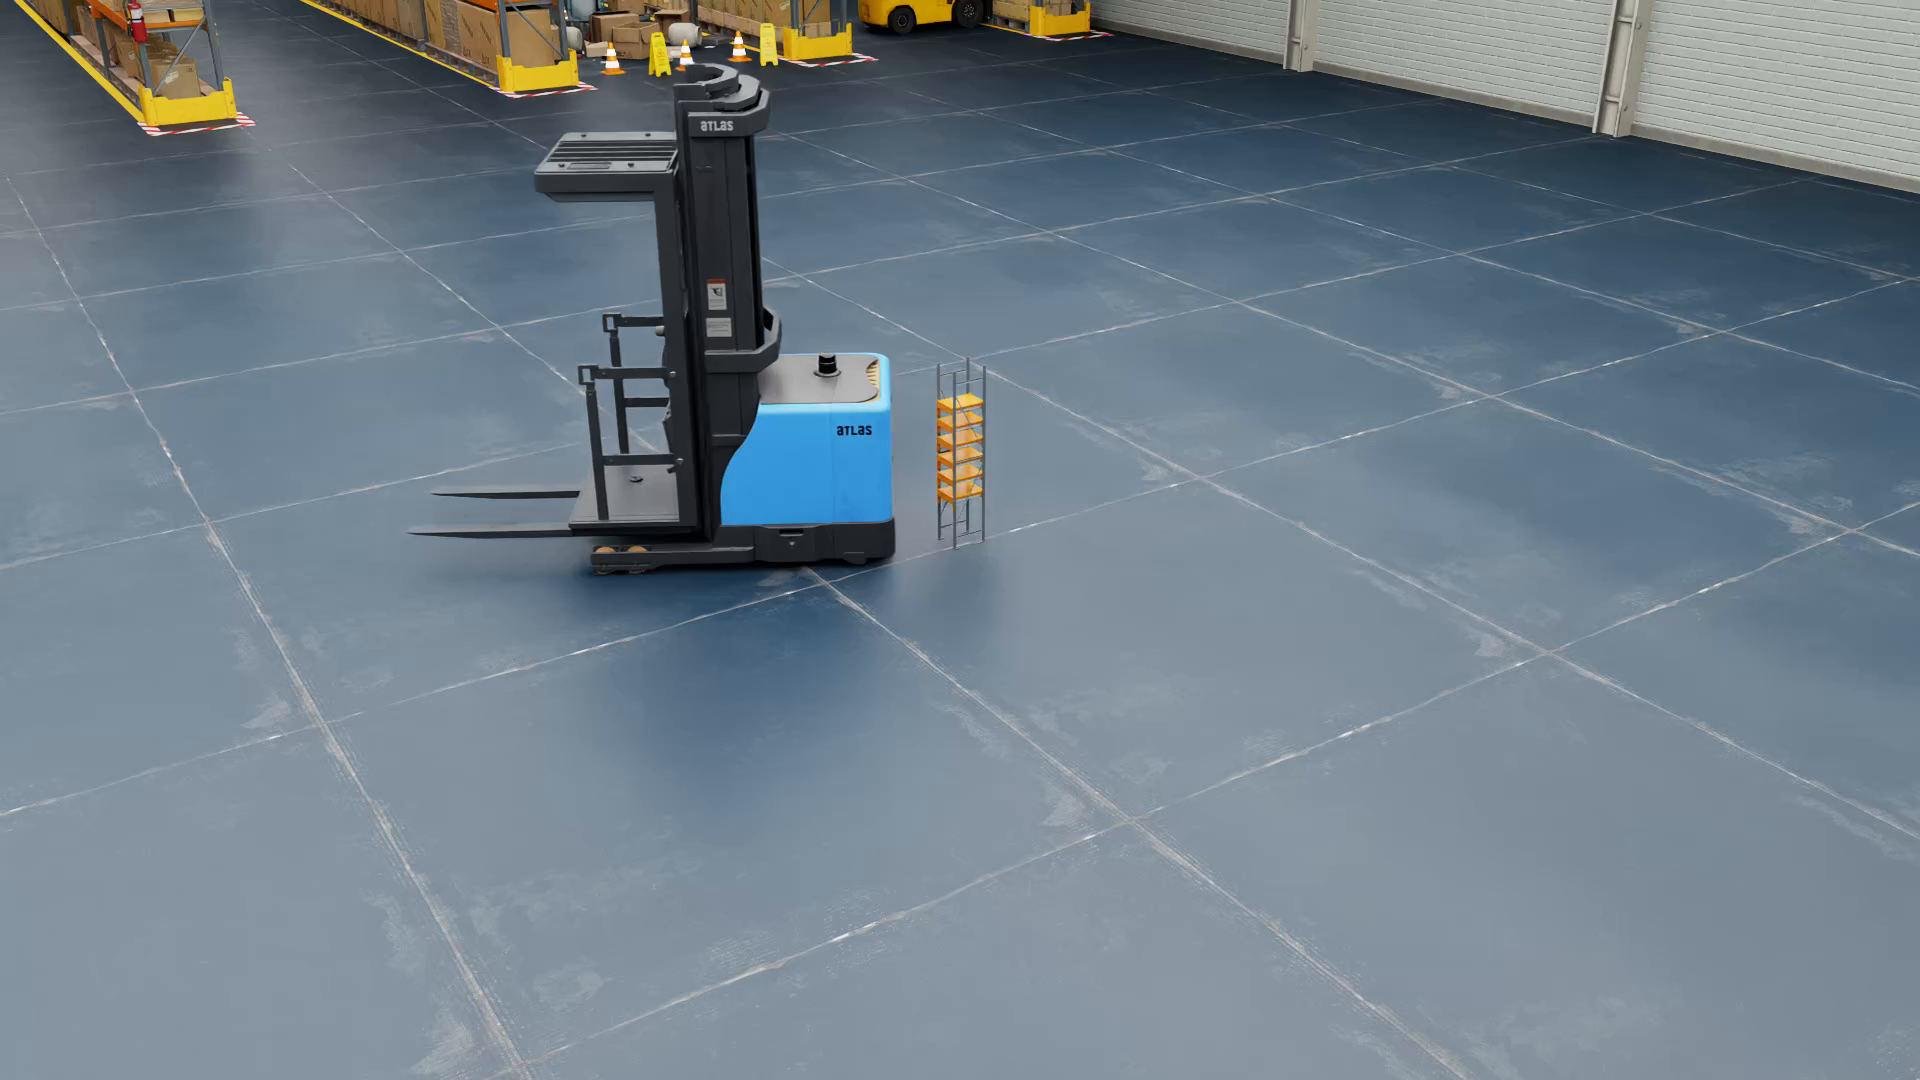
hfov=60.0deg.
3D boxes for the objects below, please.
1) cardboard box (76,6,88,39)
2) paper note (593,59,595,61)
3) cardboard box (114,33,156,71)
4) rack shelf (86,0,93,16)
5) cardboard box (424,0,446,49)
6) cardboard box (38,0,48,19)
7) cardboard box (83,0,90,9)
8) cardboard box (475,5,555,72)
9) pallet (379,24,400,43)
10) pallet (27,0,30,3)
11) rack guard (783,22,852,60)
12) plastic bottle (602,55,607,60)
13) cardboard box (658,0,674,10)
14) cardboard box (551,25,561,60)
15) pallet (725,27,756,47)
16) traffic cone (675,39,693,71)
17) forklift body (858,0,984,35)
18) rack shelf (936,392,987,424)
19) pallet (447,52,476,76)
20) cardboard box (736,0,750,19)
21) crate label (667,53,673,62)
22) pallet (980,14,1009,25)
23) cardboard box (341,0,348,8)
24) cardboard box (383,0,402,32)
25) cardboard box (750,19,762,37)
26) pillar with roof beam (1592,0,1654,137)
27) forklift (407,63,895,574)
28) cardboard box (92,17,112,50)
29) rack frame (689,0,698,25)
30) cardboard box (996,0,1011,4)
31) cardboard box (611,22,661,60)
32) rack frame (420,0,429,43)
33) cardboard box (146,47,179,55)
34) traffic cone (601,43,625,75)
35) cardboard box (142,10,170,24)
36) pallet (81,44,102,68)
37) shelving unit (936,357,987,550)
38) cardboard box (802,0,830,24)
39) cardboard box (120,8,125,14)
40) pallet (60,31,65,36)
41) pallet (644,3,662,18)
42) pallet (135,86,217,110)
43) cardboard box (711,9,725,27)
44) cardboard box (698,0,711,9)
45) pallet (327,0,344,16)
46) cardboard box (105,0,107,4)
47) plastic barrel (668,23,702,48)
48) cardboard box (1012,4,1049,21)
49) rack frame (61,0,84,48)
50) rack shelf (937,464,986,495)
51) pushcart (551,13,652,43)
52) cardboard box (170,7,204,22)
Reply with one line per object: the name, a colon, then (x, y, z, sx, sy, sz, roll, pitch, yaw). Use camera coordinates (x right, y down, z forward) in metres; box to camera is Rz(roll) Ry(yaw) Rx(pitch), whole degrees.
cardboard box: (-14.633, -8.871, 28.440, 0.700, 0.500, 0.500, -17, 30, -32)
paper note: (-6.086, -7.980, 27.641, 0.032, 0.001, 0.123, -1, 25, -3)
cardboard box: (-12.648, -7.514, 25.588, 0.500, 0.500, 0.500, -17, 30, -31)
rack shelf: (-13.924, -8.996, 27.136, 1.077, 0.370, 4.000, -16, 29, -30)
cardboard box: (-8.337, -8.714, 27.692, 0.875, 0.875, 0.875, -15, 29, -29)
cardboard box: (-16.345, -10.153, 30.741, 1.225, 0.875, 0.875, -17, 30, -31)
cardboard box: (-14.625, -9.212, 28.285, 0.500, 0.250, 0.500, -14, 29, -28)
cardboard box: (-6.863, -7.752, 25.654, 0.875, 0.875, 0.875, -15, 29, -29)
pallet: (-9.776, -9.160, 29.907, 1.003, 0.211, 1.213, -16, 29, -30)
pallet: (-18.881, -11.370, 34.587, 1.003, 0.211, 1.213, -16, 29, -30)
rack guard: (-2.387, -8.382, 27.920, 1.175, 0.500, 0.348, -16, 29, -30)
plastic bottle: (-5.879, -8.057, 27.745, 0.283, 0.061, 0.133, 18, 31, 33)
cardboard box: (-5.213, -10.361, 31.770, 0.950, 0.372, 0.625, -14, 28, -26)
cardboard box: (-6.914, -8.281, 27.703, 0.500, 0.500, 0.500, -10, 27, -21)
pallet: (-3.463, -8.986, 29.538, 1.003, 0.211, 1.213, -16, 29, -30)
traffic cone: (-4.406, -7.811, 26.754, 0.336, 0.463, 0.334, -16, 29, -30)
forklift body: (-0.753, -10.513, 30.499, 2.313, 2.155, 1.214, -16, 29, -30)
rack shelf: (0.008, -0.823, 10.348, 0.258, 0.103, 0.180, -16, 29, -30)
pallet: (-7.602, -7.738, 26.894, 1.003, 0.211, 1.213, -16, 29, -30)
cardboard box: (-3.559, -9.365, 28.924, 0.500, 0.500, 0.500, -16, 30, -31)
crate label: (-4.887, -7.930, 27.388, 0.298, 0.136, 0.250, 12, 28, 24)
pallet: (0.697, -10.082, 31.859, 1.003, 0.211, 1.213, -16, 29, -30)
cardboard box: (-11.664, -10.577, 32.079, 0.500, 0.500, 0.500, -14, 29, -28)
cardboard box: (-9.559, -9.446, 29.389, 1.050, 0.750, 0.750, -16, 29, -30)
cardboard box: (-3.289, -8.845, 28.702, 0.500, 0.250, 0.500, -15, 29, -29)
pillar with roof beam: (5.130, -8.520, 18.257, 9.100, 9.000, 0.400, -16, 29, -30)
forklift: (-1.940, -1.344, 10.164, 3.031, 2.935, 1.130, -1, 25, -3)
cardboard box: (-13.700, -8.275, 27.177, 0.700, 0.500, 0.500, -18, 31, -34)
rack frame: (-4.529, -10.916, 30.359, 1.000, 3.000, 0.127, -16, 29, -30)
cardboard box: (1.019, -10.099, 30.772, 0.500, 0.250, 0.500, -16, 30, -30)
cardboard box: (-5.426, -8.395, 27.943, 0.637, 0.503, 0.797, 7, 26, 15)
rack frame: (-8.622, -9.726, 27.839, 1.000, 3.000, 0.127, -16, 29, -30)
cardboard box: (-11.657, -6.897, 24.282, 0.500, 0.500, 0.500, -13, 28, -25)
traffic cone: (-5.538, -7.669, 26.453, 0.336, 0.463, 0.334, -16, 29, -30)
cardboard box: (-10.977, -7.116, 22.604, 0.380, 0.149, 0.250, -16, 29, -30)
pallet: (-13.929, -8.060, 27.577, 1.003, 0.211, 1.213, -16, 29, -30)
shelving unit: (0.008, -0.537, 10.483, 0.258, 1.200, 0.189, -16, 29, -30)
cardboard box: (-2.568, -9.132, 28.431, 0.500, 0.500, 0.500, -17, 30, -31)
cardboard box: (-11.673, -7.559, 23.543, 0.380, 0.149, 0.250, -16, 29, -30)
pallet: (-16.045, -9.512, 30.651, 1.003, 0.211, 1.213, -16, 29, -30)
pallet: (-5.626, -10.370, 32.469, 1.003, 0.211, 1.213, -16, 29, -30)
pallet: (-11.104, -6.241, 23.722, 1.003, 0.211, 1.213, -16, 29, -30)
cardboard box: (-4.133, -9.400, 29.878, 0.500, 0.250, 0.500, -14, 29, -27)
cardboard box: (-4.433, -9.928, 30.116, 0.500, 0.500, 0.500, -14, 29, -27)
pallet: (-11.892, -10.612, 32.981, 1.003, 0.211, 1.213, -16, 29, -30)
cardboard box: (-12.264, -7.904, 24.275, 0.380, 0.149, 0.250, -16, 29, -30)
plastic barrel: (-4.742, -8.706, 28.696, 0.512, 0.421, 0.421, 3, 25, 6)
cardboard box: (1.290, -9.684, 30.479, 0.500, 0.250, 0.500, -15, 29, -29)
rack frame: (-15.016, -10.037, 28.498, 1.000, 3.000, 0.127, -16, 29, -30)
rack shelf: (0.008, -0.389, 10.553, 0.258, 0.103, 0.180, -16, 29, -30)
pushcart: (-6.412, -9.181, 29.756, 0.936, 0.377, 1.648, 18, 31, 33)
cardboard box: (-10.605, -7.220, 22.824, 0.380, 0.149, 0.250, -16, 29, -30)
